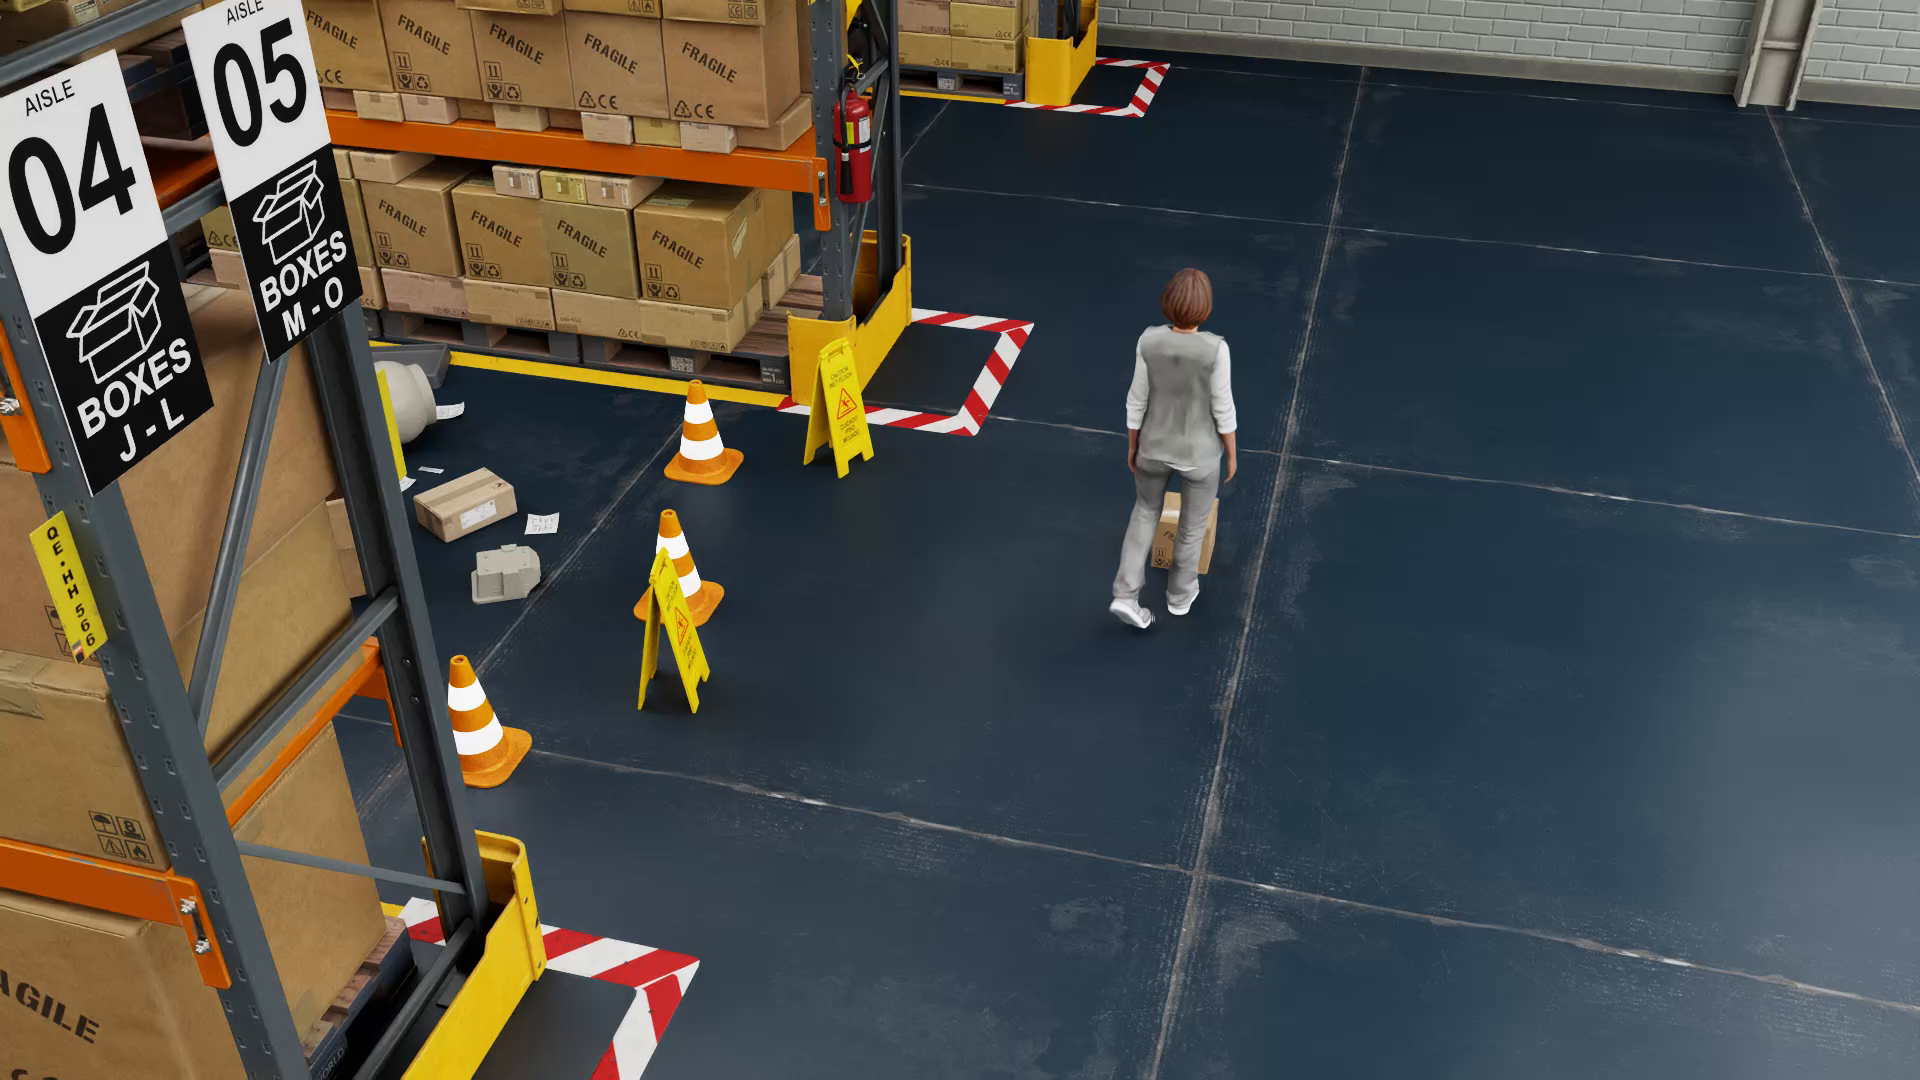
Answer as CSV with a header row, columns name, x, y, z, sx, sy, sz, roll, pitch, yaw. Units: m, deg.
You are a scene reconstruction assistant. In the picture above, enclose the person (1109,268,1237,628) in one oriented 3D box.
name,x,y,z,sx,sy,sz,roll,pitch,yaw
person,0.882,-0.351,6.660,0.446,1.590,0.530,14,36,20
